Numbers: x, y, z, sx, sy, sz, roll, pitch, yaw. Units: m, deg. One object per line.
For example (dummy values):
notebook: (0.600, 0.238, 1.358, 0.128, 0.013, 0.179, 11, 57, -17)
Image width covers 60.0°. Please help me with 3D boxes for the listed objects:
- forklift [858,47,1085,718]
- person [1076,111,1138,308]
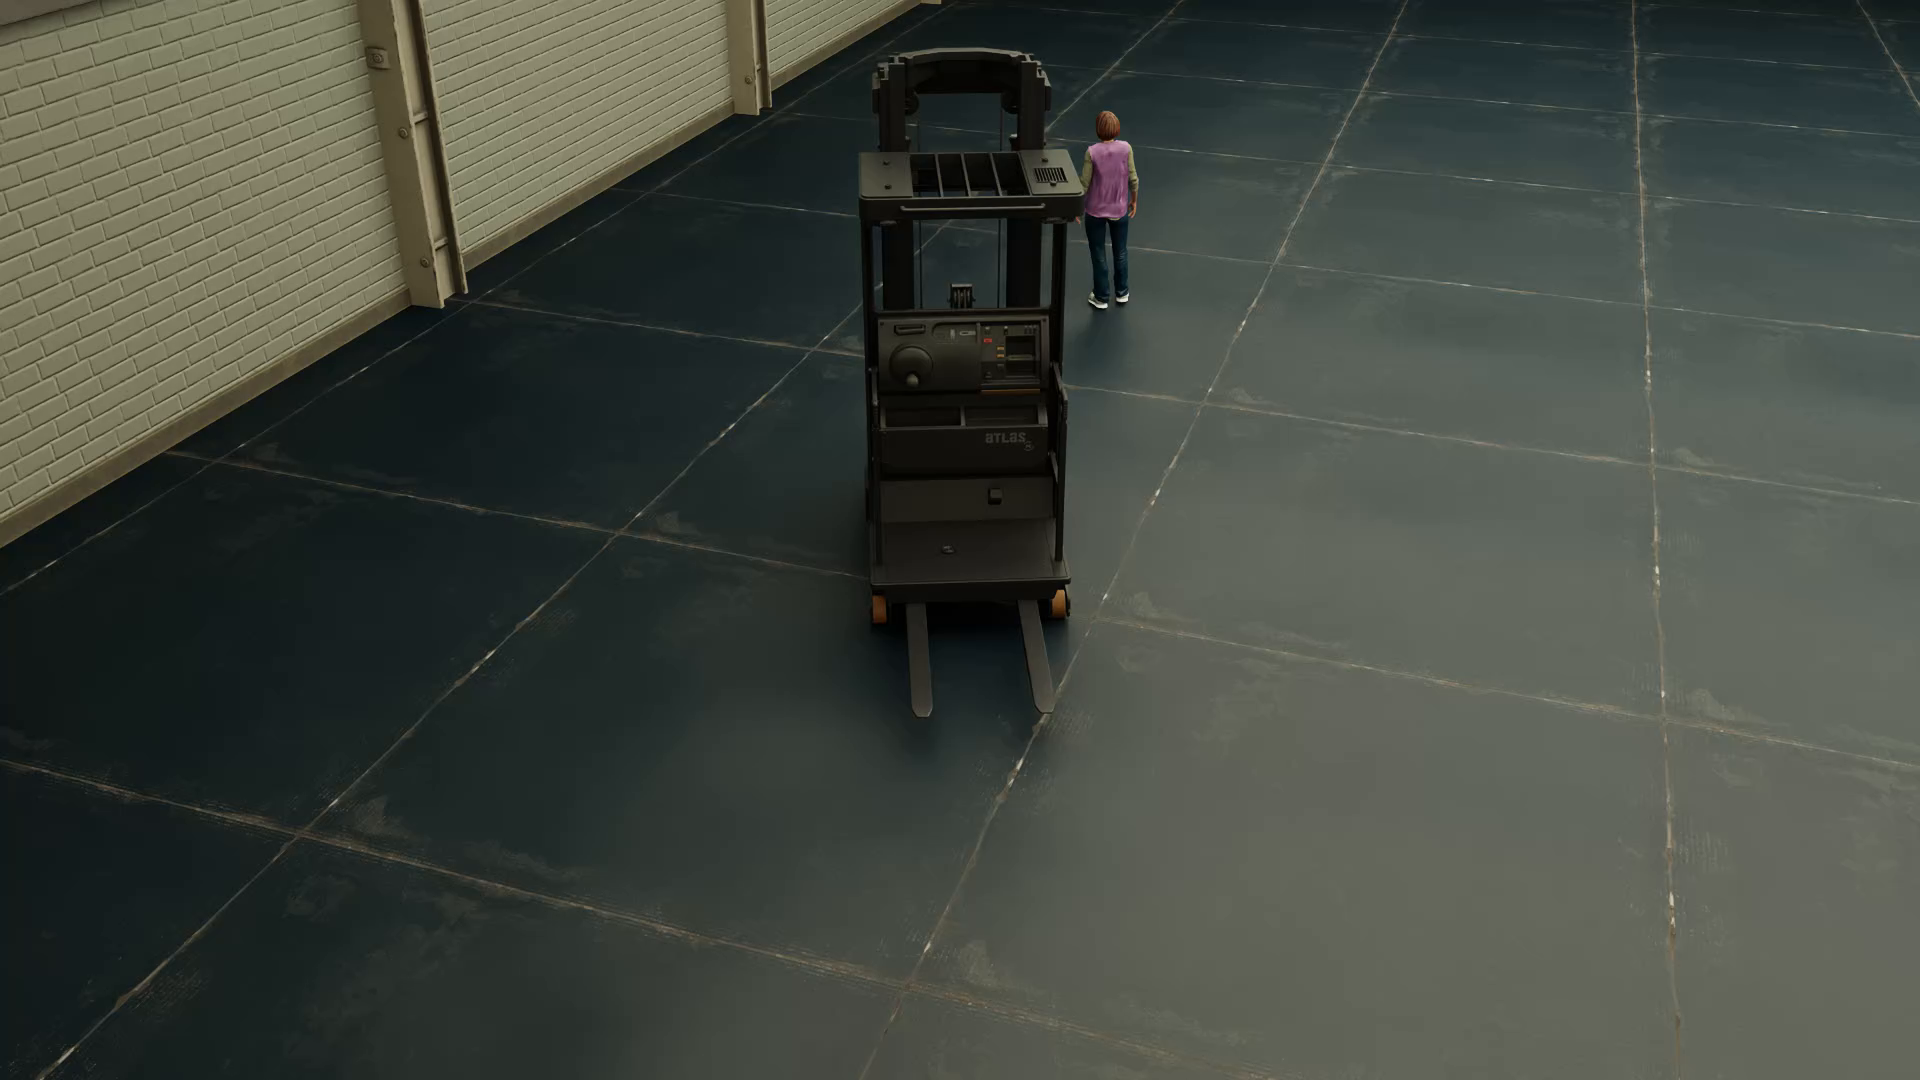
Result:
forklift: (0.035, -0.972, 8.842, 1.130, 2.935, 3.031, -2, 30, -3)
person: (1.138, -2.597, 13.024, 0.519, 1.599, 0.473, -4, 30, -7)
